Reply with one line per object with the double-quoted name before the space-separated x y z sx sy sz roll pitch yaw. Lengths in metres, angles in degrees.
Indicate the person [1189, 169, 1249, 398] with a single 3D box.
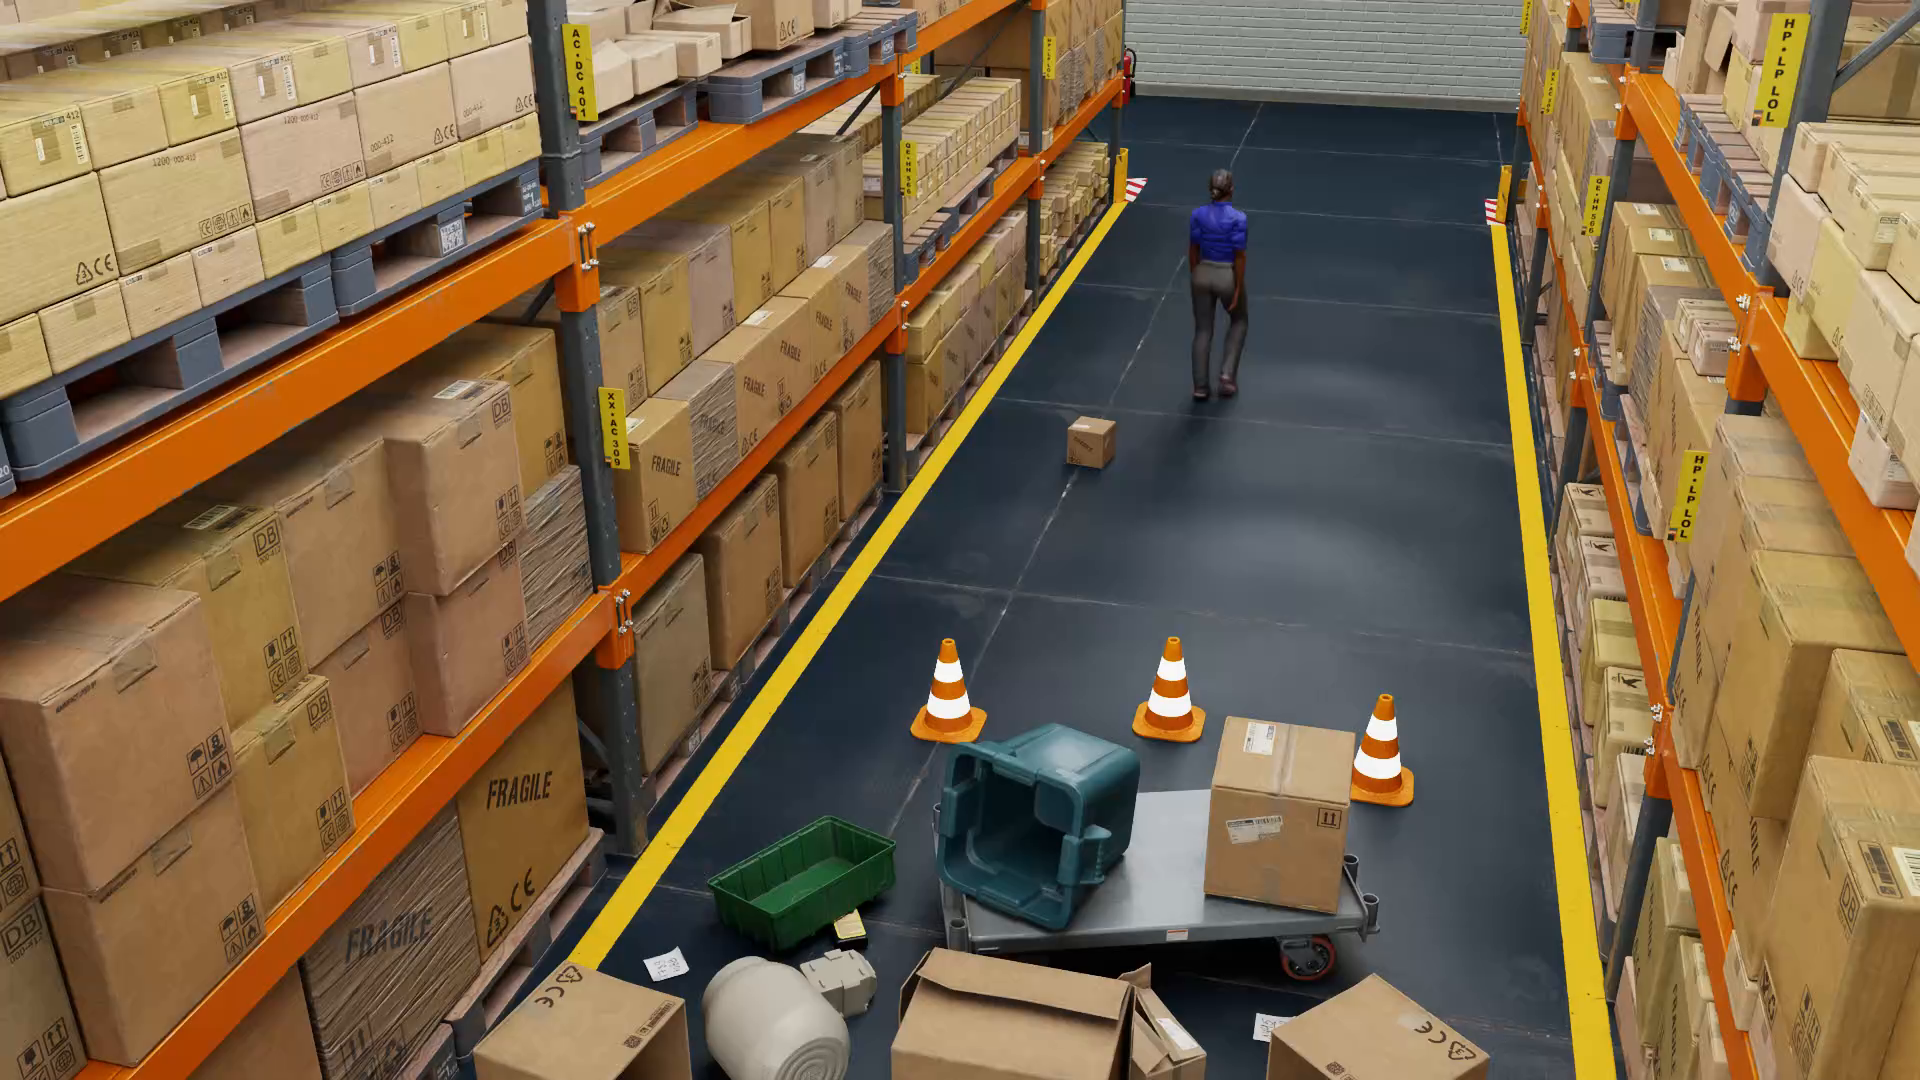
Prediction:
"person" 1.854 -1.830 11.963 0.445 1.703 0.475 10 27 21
